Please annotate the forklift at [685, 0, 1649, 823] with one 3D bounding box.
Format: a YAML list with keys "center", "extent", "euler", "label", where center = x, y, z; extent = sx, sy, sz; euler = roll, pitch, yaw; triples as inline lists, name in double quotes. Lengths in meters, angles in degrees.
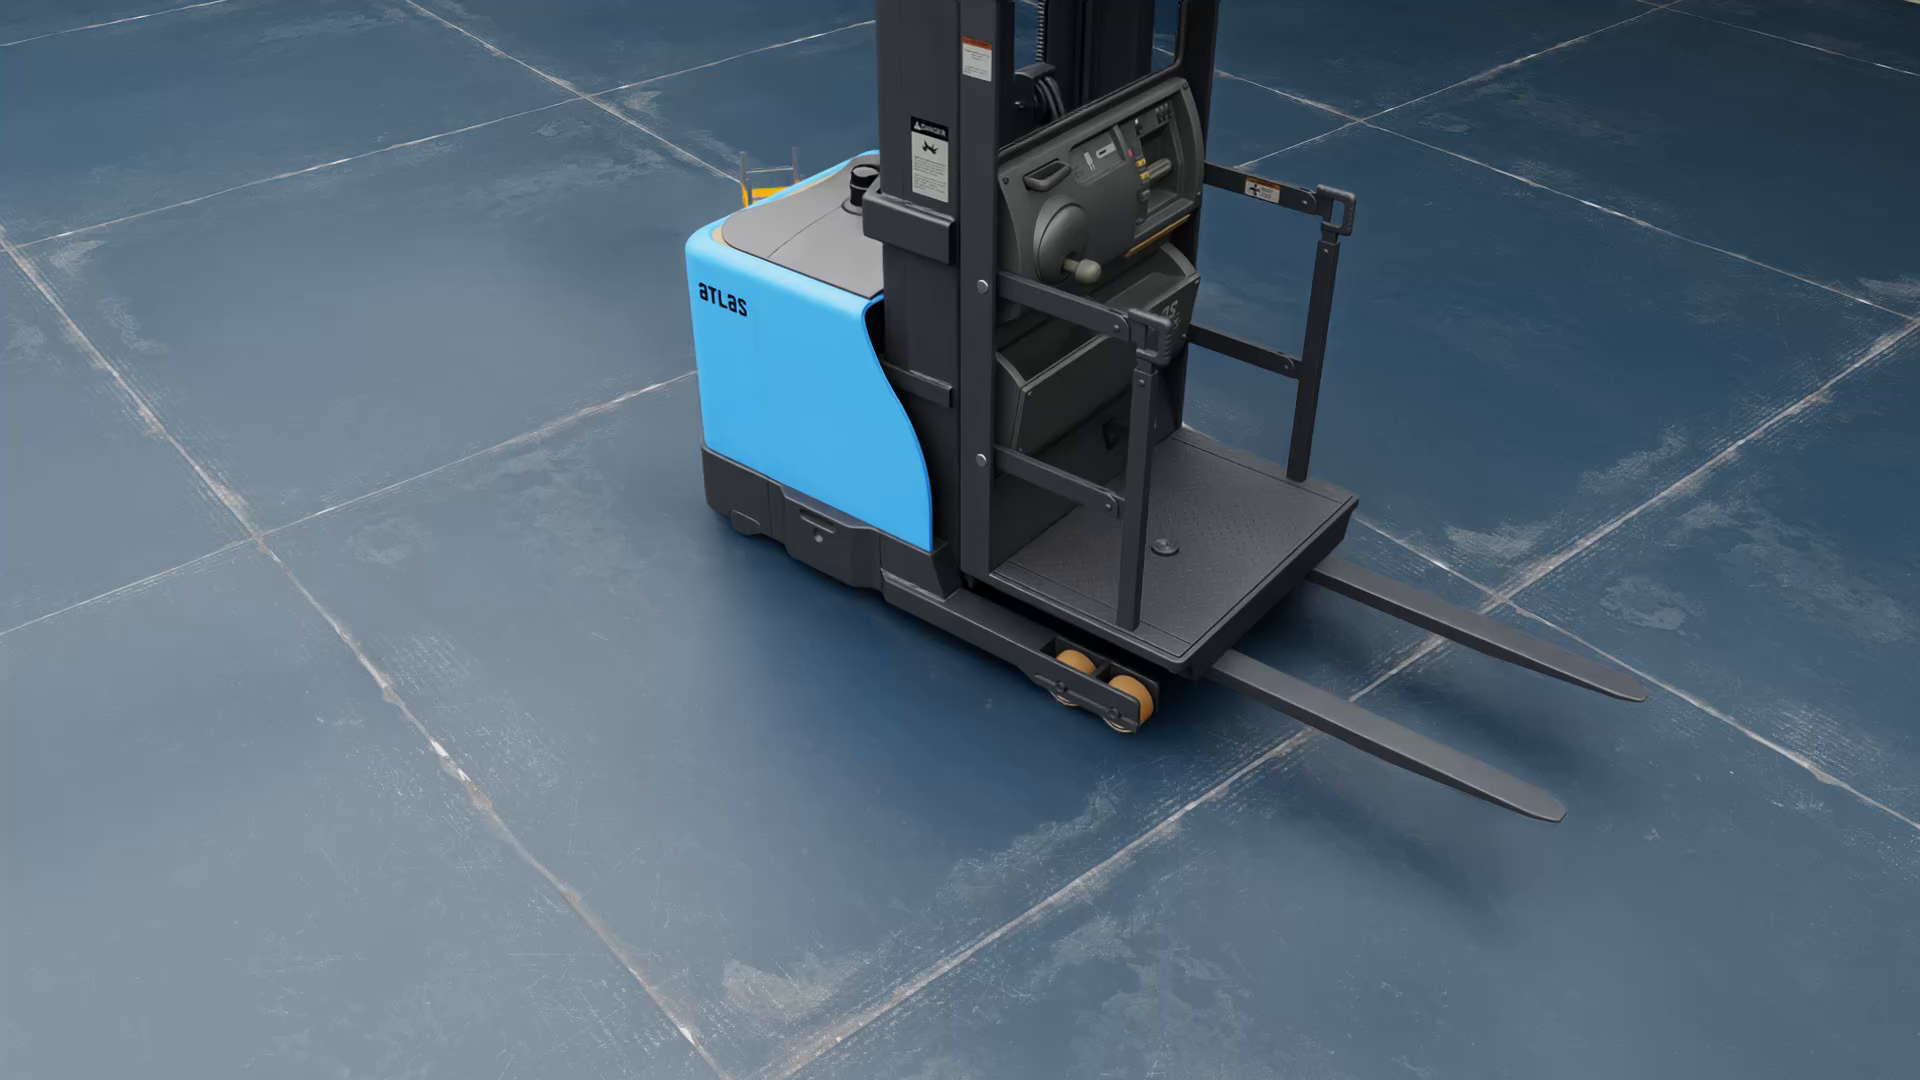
- center: [0.579, -0.973, 4.588]
  extent: [3.031, 2.935, 1.130]
  euler: [25, 42, 30]
  label: "forklift"

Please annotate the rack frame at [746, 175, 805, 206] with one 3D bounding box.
- center: [-0.629, -0.813, 5.988]
  extent: [0.200, 1.050, 0.008]
  euler: [-7, 36, -9]
  label: "rack frame"

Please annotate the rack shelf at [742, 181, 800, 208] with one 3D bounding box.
- center: [-0.653, -1.104, 5.927]
  extent: [0.215, 0.259, 0.240]
  euler: [-7, 36, -9]
  label: "rack shelf"

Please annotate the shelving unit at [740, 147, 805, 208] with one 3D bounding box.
- center: [-0.652, -0.882, 6.085]
  extent: [0.215, 1.050, 0.252]
  euler: [-7, 36, -9]
  label: "shelving unit"

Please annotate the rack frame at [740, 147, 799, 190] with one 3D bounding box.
- center: [-0.675, -0.952, 6.183]
  extent: [0.200, 1.050, 0.008]
  euler: [-7, 36, -9]
  label: "rack frame"
